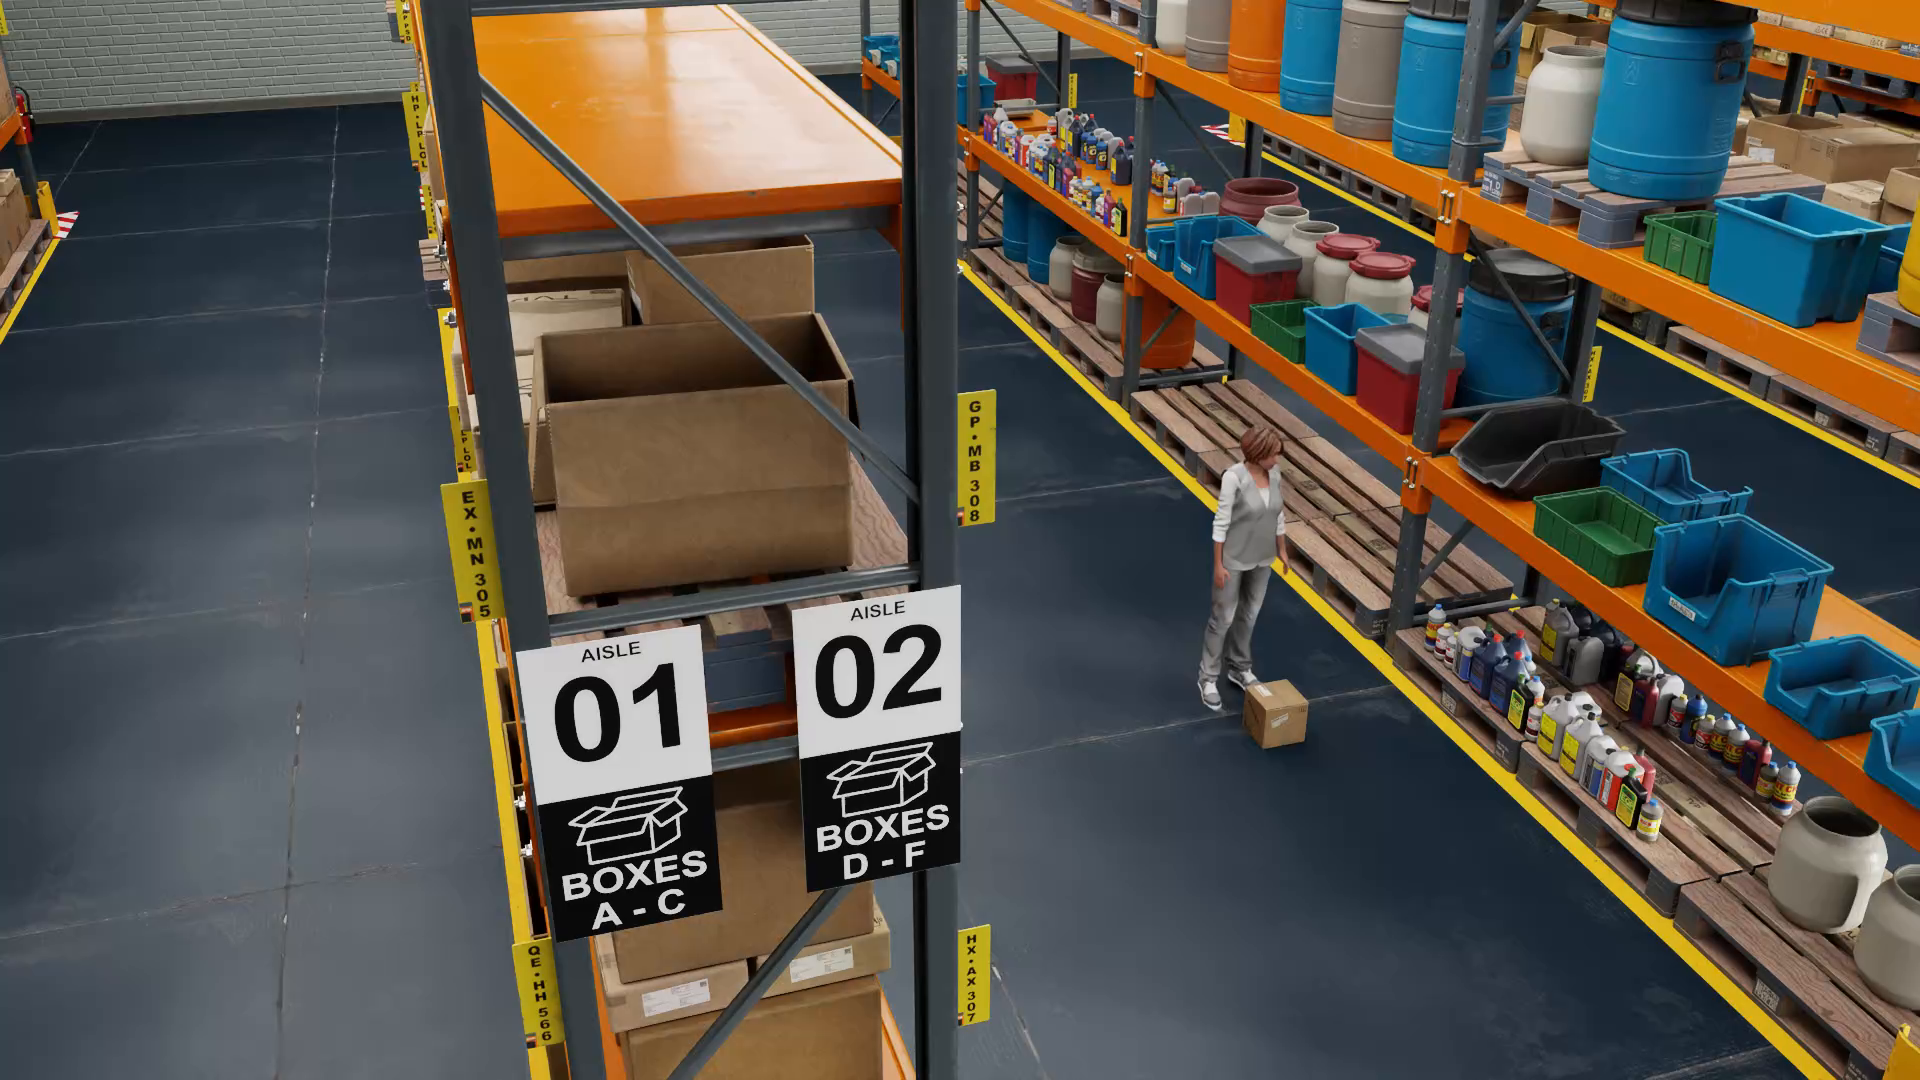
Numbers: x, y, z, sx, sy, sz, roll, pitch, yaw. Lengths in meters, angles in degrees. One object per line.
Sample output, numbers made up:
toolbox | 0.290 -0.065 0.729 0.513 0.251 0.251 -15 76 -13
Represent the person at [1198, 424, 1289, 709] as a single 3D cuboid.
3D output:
person | 1.568 0.122 9.079 0.519 1.616 0.318 -12 29 -23
